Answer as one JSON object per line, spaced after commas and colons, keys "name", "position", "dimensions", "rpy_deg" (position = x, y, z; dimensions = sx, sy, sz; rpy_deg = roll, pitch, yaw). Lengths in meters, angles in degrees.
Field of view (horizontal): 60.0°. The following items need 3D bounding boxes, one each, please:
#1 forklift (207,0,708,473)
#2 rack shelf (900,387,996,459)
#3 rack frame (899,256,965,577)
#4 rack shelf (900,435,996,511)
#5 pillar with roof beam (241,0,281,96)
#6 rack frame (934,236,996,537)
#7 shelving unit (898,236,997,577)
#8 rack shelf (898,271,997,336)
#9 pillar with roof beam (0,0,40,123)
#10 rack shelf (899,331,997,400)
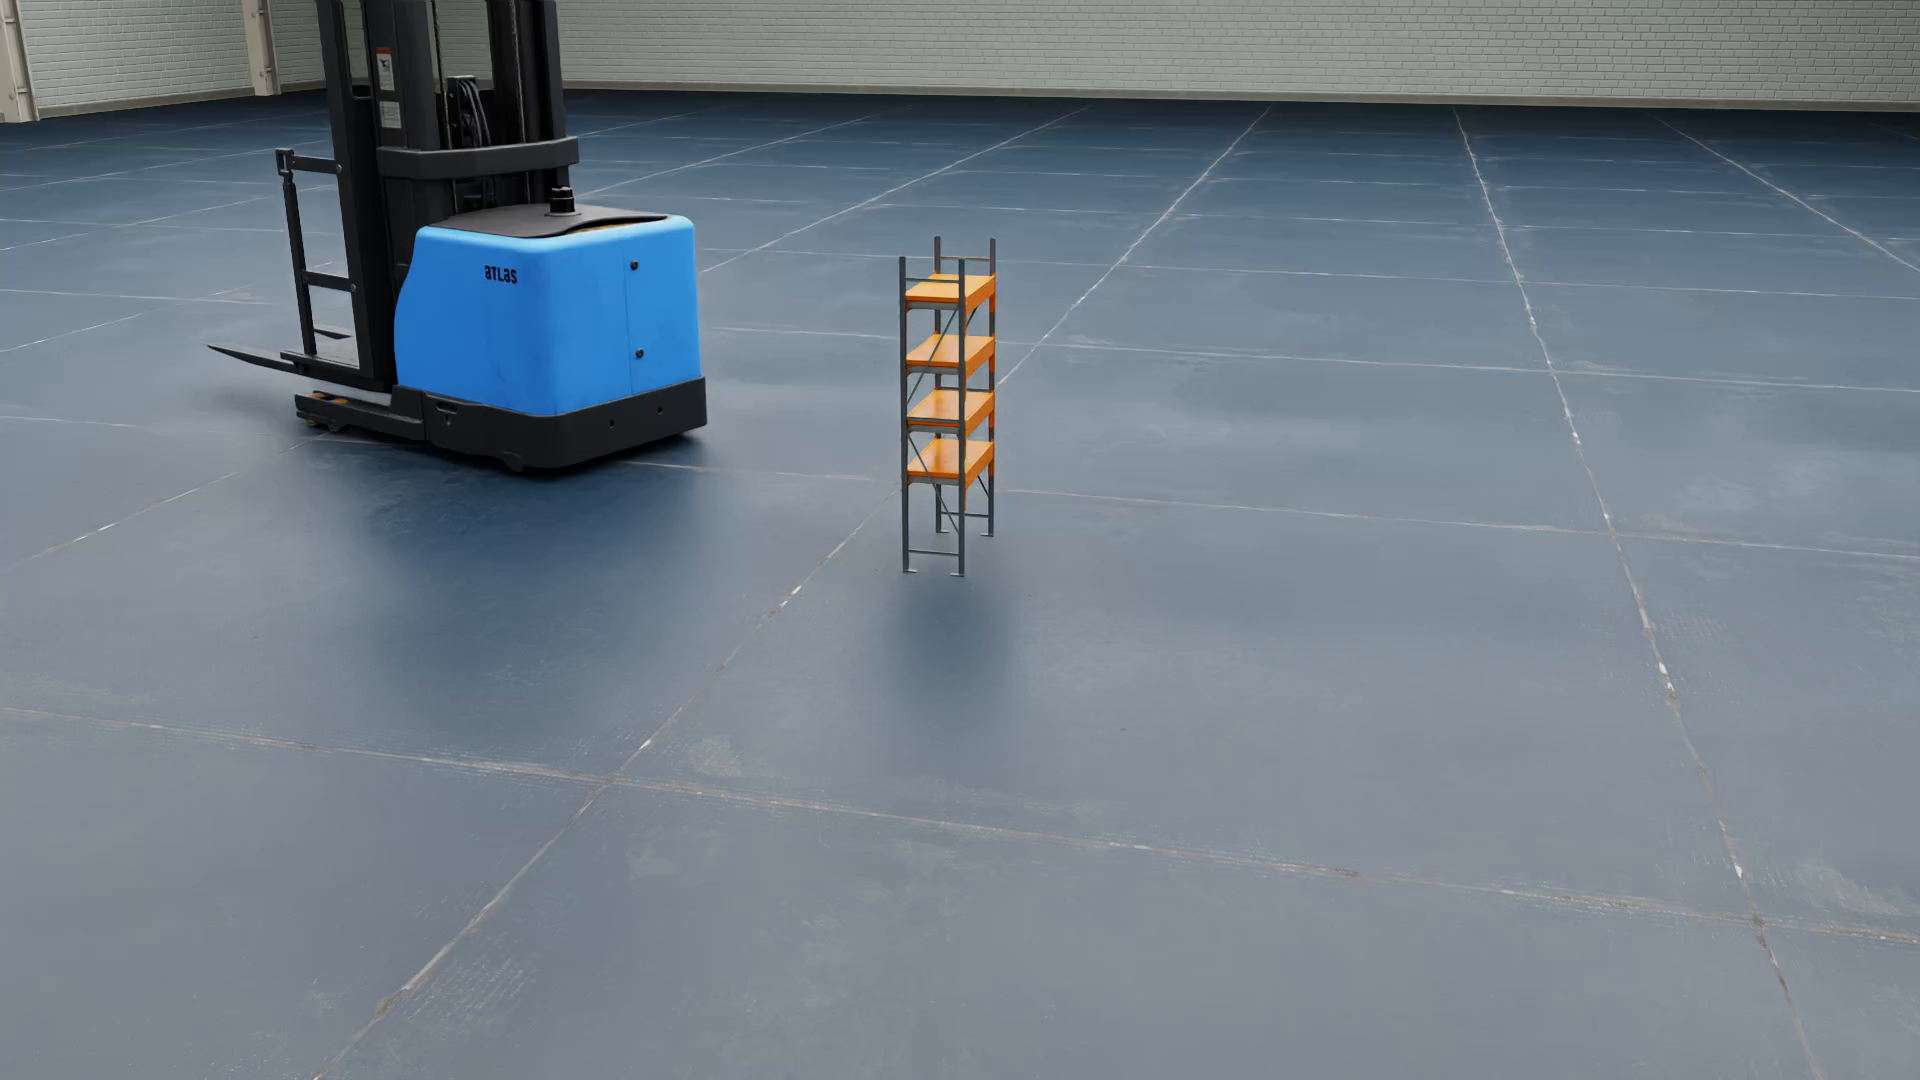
{"name": "forklift", "position": [-2.724, -2.047, 8.147], "dimensions": [3.031, 2.935, 1.130], "rpy_deg": [13, 23, 34]}
{"name": "rack shelf", "position": [-0.040, -0.452, 6.363], "dimensions": [0.258, 0.148, 0.480], "rpy_deg": [5, 19, 13]}
{"name": "rack frame", "position": [-0.100, -0.439, 6.118], "dimensions": [0.240, 1.200, 0.015], "rpy_deg": [5, 19, 13]}
{"name": "rack shelf", "position": [-0.040, -0.264, 6.428], "dimensions": [0.258, 0.148, 0.480], "rpy_deg": [5, 19, 13]}
{"name": "pillar with roof beam", "position": [-8.712, -12.205, 28.498], "dimensions": [9.100, 9.000, 0.400], "rpy_deg": [5, 19, 13]}
{"name": "rack frame", "position": [0.019, -0.592, 6.566], "dimensions": [0.240, 1.200, 0.015], "rpy_deg": [5, 19, 13]}
{"name": "shelving unit", "position": [-0.040, -0.516, 6.342], "dimensions": [0.258, 1.200, 0.503], "rpy_deg": [5, 19, 13]}
{"name": "rack shelf", "position": [-0.040, -0.888, 6.215], "dimensions": [0.258, 0.148, 0.480], "rpy_deg": [5, 19, 13]}
{"name": "pillar with roof beam", "position": [-10.178, -10.324, 22.992], "dimensions": [9.100, 9.000, 0.400], "rpy_deg": [5, 19, 13]}
{"name": "rack shelf", "position": [-0.040, -0.664, 6.291], "dimensions": [0.258, 0.148, 0.480], "rpy_deg": [5, 19, 13]}
